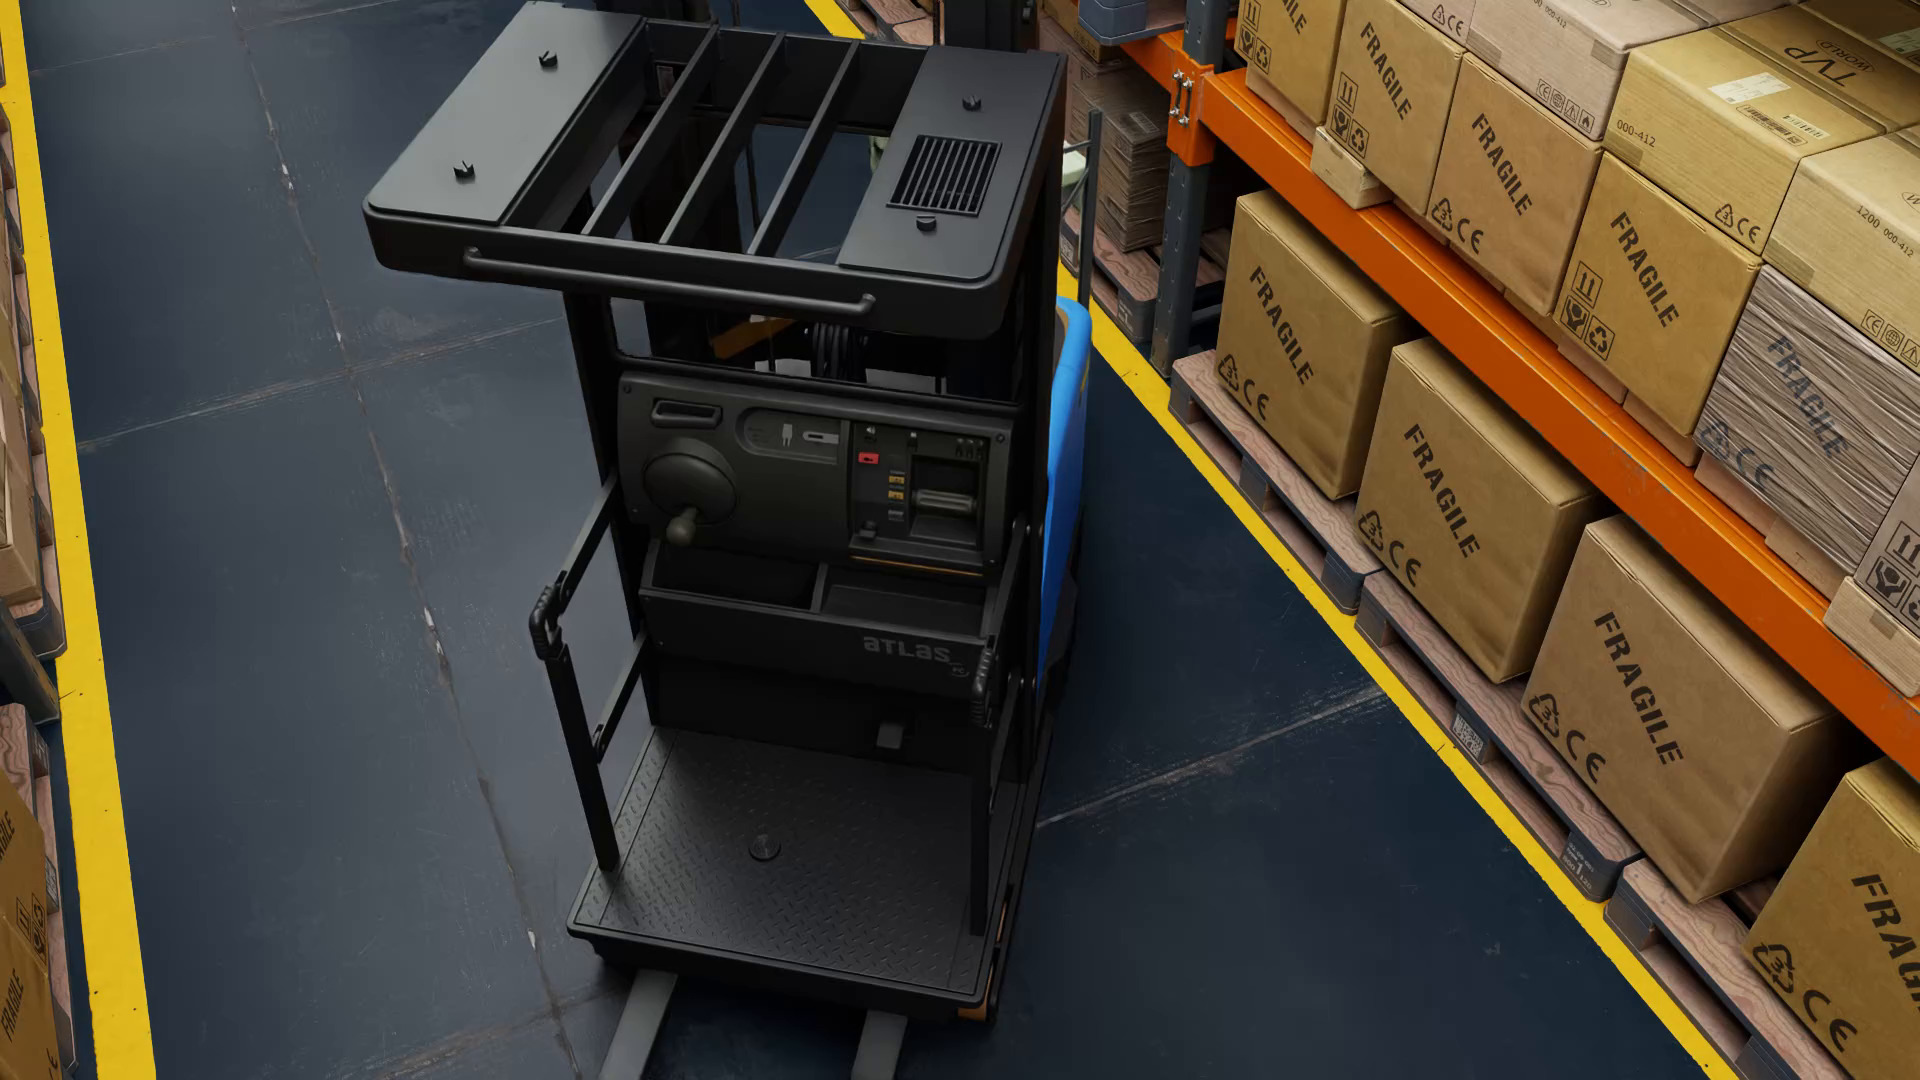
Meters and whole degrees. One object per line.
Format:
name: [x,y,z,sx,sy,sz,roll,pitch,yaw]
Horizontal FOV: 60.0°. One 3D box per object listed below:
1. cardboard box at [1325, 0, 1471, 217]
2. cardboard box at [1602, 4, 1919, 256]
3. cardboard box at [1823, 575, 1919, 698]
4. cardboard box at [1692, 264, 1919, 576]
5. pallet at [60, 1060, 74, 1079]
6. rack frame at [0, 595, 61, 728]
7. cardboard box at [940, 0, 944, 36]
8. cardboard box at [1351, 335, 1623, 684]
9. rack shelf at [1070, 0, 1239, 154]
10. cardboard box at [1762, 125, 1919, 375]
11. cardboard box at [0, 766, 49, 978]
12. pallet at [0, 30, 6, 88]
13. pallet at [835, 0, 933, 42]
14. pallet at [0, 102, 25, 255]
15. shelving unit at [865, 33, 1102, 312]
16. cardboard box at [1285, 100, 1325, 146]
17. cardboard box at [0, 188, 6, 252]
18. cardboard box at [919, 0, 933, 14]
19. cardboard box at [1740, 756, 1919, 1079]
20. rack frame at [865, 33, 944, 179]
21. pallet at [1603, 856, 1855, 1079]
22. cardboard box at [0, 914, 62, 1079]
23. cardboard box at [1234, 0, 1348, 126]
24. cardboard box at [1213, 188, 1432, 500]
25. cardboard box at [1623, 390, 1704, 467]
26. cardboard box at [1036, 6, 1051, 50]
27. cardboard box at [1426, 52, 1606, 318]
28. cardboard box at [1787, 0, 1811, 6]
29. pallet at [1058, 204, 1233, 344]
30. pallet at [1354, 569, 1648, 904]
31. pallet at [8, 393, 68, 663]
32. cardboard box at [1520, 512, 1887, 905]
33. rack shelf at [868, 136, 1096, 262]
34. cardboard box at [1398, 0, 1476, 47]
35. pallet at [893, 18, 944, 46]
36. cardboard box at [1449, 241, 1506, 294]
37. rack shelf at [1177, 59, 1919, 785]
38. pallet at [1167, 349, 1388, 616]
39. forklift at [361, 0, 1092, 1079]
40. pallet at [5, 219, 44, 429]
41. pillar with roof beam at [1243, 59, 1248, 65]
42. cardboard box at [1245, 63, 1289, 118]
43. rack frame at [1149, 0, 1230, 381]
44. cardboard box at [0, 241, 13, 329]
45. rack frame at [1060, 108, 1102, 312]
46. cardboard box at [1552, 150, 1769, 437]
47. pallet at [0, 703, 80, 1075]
cardboard box: [1.397,-1.290,4.624,0.500,0.500,0.500,-17,47,-16]
cardboard box: [1.831,-0.929,3.725,0.500,0.250,0.500,-19,48,-18]
cardboard box: [2.136,0.154,3.623,0.380,0.149,0.250,-18,47,-17]
cardboard box: [2.046,-0.327,3.648,0.500,0.500,0.500,-18,47,-17]
pallet: [-2.491,1.859,3.716,1.003,0.211,1.213,-18,47,-17]
rack frame: [-3.280,-0.397,4.017,1.000,3.000,0.127,-18,47,-17]
cardboard box: [0.297,-2.563,7.678,0.700,0.500,0.500,-18,47,-17]
cardboard box: [1.766,-0.179,5.028,0.750,0.750,0.750,-18,47,-18]
rack shelf: [0.372,-2.881,7.046,1.077,0.370,4.000,-18,47,-17]
cardboard box: [2.046,-0.605,3.396,0.500,0.250,0.500,-17,47,-17]
cardboard box: [-2.673,0.863,4.207,0.500,0.500,0.500,-16,47,-16]
pallet: [-5.258,-2.473,8.106,1.003,0.211,1.213,-18,47,-17]
pallet: [-0.140,-2.923,8.562,1.003,0.211,1.213,-18,47,-17]
pallet: [-4.616,-1.496,7.116,1.003,0.211,1.213,-18,47,-17]
shelving unit: [0.060,-0.890,5.585,0.431,1.500,0.755,-22,49,-21]
cardboard box: [1.240,-1.339,5.136,0.380,0.149,0.250,-17,47,-17]
cardboard box: [-4.097,-1.290,6.580,0.500,0.250,0.500,-17,47,-17]
cardboard box: [0.119,-2.900,8.020,0.700,0.500,0.500,-19,48,-18]
cardboard box: [2.504,0.926,3.907,0.750,0.750,0.750,-18,47,-17]
rack frame: [-0.121,-1.114,5.811,0.400,1.500,0.023,-22,49,-21]
pallet: [2.502,1.210,4.374,1.003,0.211,1.213,-18,47,-17]
cardboard box: [-2.456,1.192,3.872,0.500,0.500,0.500,-20,48,-19]
cardboard box: [1.185,-1.626,4.965,0.500,0.500,0.500,-17,47,-16]
cardboard box: [1.404,-0.740,5.595,0.750,0.750,0.750,-19,48,-18]
cardboard box: [1.901,-0.358,4.142,0.380,0.149,0.250,-17,47,-16]
cardboard box: [0.518,-2.244,7.355,0.700,0.500,0.500,-18,47,-18]
cardboard box: [1.605,-0.973,4.303,0.500,0.500,0.500,-18,47,-18]
cardboard box: [2.067,-1.407,4.209,0.500,0.250,0.500,-19,48,-18]
pallet: [0.886,-1.368,6.987,1.003,0.211,1.213,-18,47,-17]
pallet: [1.986,0.431,5.163,1.003,0.211,1.213,-18,47,-17]
pallet: [-3.590,0.059,5.540,1.003,0.211,1.213,-18,47,-17]
cardboard box: [2.128,0.361,4.480,0.750,0.750,0.750,-17,47,-16]
rack shelf: [0.060,-1.168,5.310,0.431,0.370,0.720,-22,49,-21]
cardboard box: [1.397,-1.570,4.375,0.500,0.250,0.500,-19,48,-18]
pallet: [0.377,-2.145,7.773,1.003,0.211,1.213,-18,47,-17]
cardboard box: [1.609,-0.858,4.648,0.380,0.149,0.250,-17,47,-17]
rack shelf: [2.054,-0.332,4.463,1.077,0.370,4.000,-18,47,-17]
pallet: [1.477,-0.345,5.950,1.003,0.211,1.213,-18,47,-17]
forklift: [-0.386,-0.029,3.738,1.129,2.867,3.031,8,45,8]
pallet: [-4.099,-0.717,6.327,1.003,0.211,1.213,-18,47,-17]
pillar with roof beam: [-2.454,-3.811,3.205,9.100,9.000,0.400,-18,47,-17]
cardboard box: [1.142,-1.502,5.301,0.380,0.149,0.250,-19,48,-18]
rack frame: [1.213,-1.863,5.502,1.000,3.000,0.127,-18,47,-17]
cardboard box: [-3.885,-0.965,6.251,0.500,0.250,0.500,-17,47,-17]
rack frame: [0.240,-0.667,5.358,0.400,1.500,0.023,-22,49,-21]
cardboard box: [1.831,-0.644,3.969,0.500,0.500,0.500,-17,47,-16]
pallet: [-3.000,1.082,4.503,1.003,0.211,1.213,-18,47,-17]
